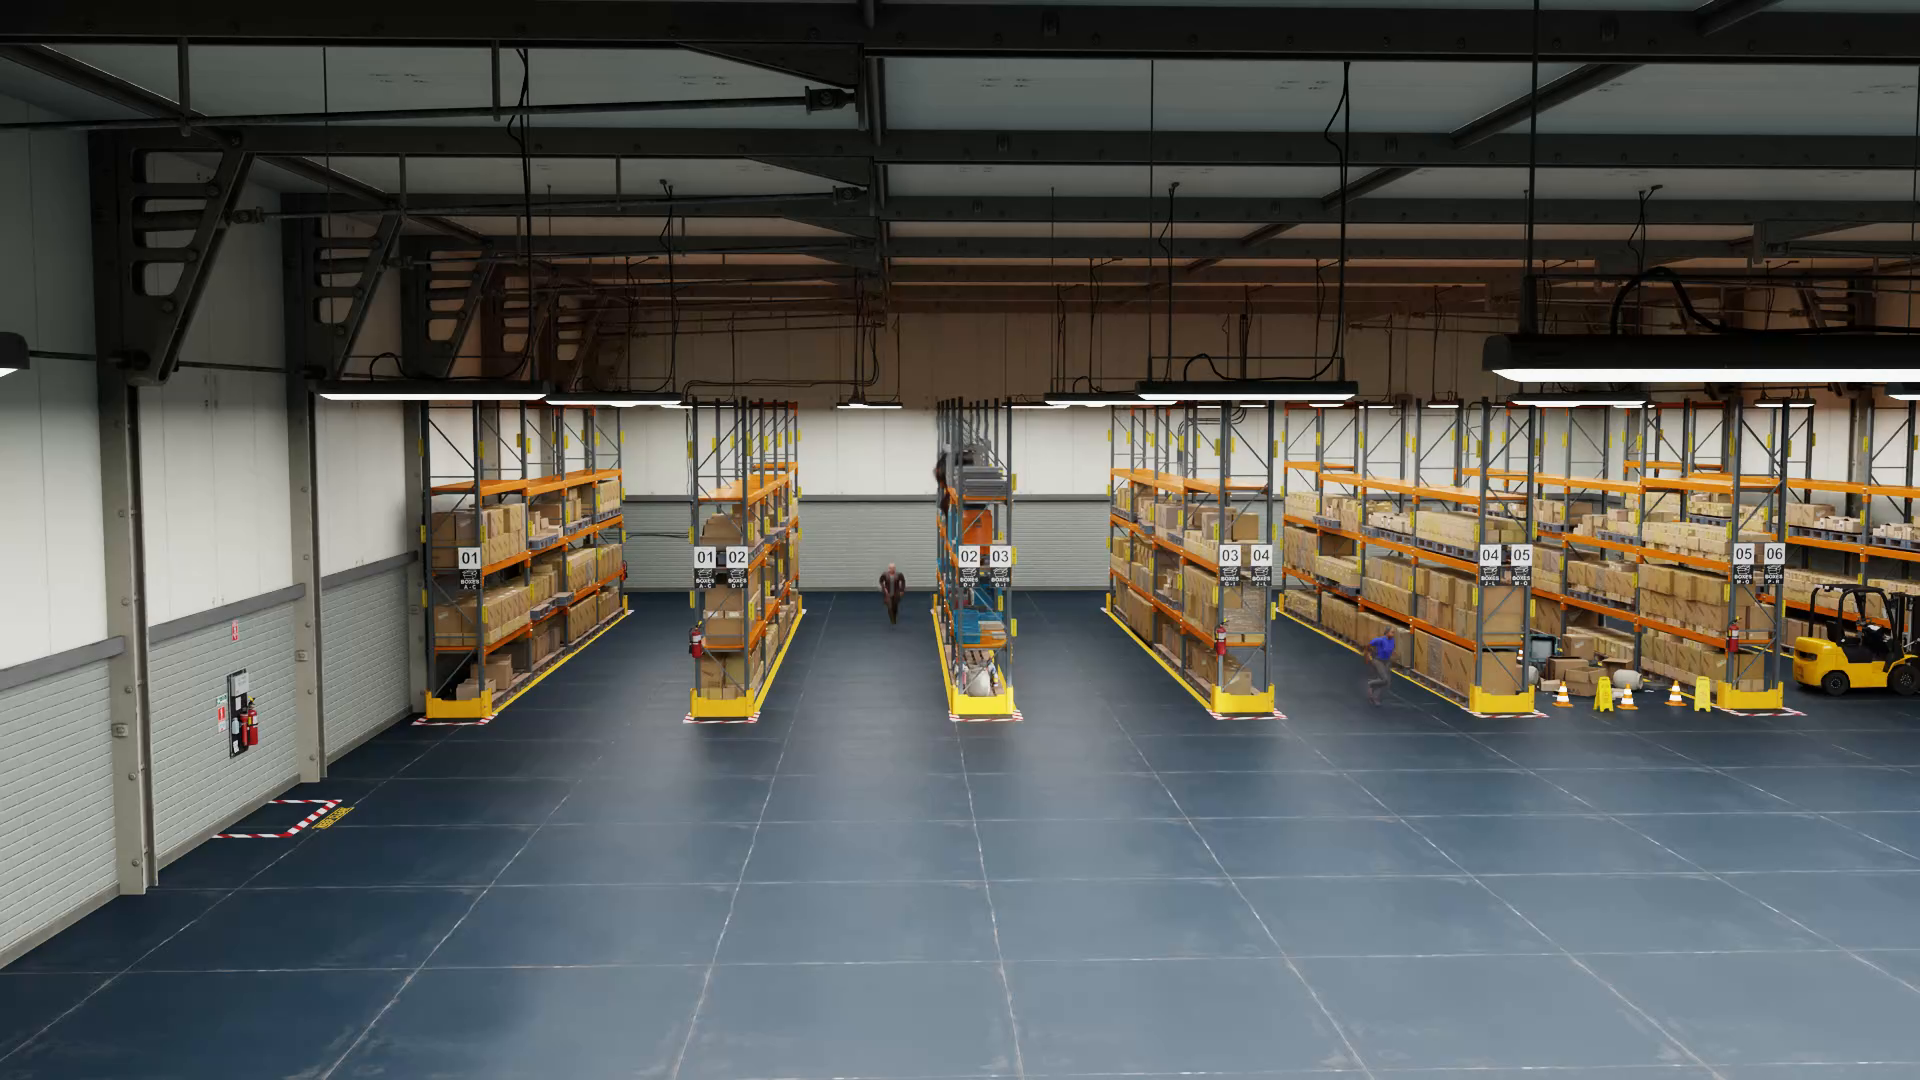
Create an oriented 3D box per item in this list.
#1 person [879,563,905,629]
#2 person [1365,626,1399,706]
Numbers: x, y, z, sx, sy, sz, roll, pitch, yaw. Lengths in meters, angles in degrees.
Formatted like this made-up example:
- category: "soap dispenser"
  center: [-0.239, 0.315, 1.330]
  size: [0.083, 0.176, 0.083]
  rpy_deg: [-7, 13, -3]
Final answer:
- category: "person"
  center: [-1.798, 1.459, 44.207]
  size: [0.699, 1.731, 0.820]
  rpy_deg: [0, 4, 2]
- category: "person"
  center: [8.246, 2.448, 32.371]
  size: [0.561, 1.581, 0.673]
  rpy_deg: [-4, 6, -39]
